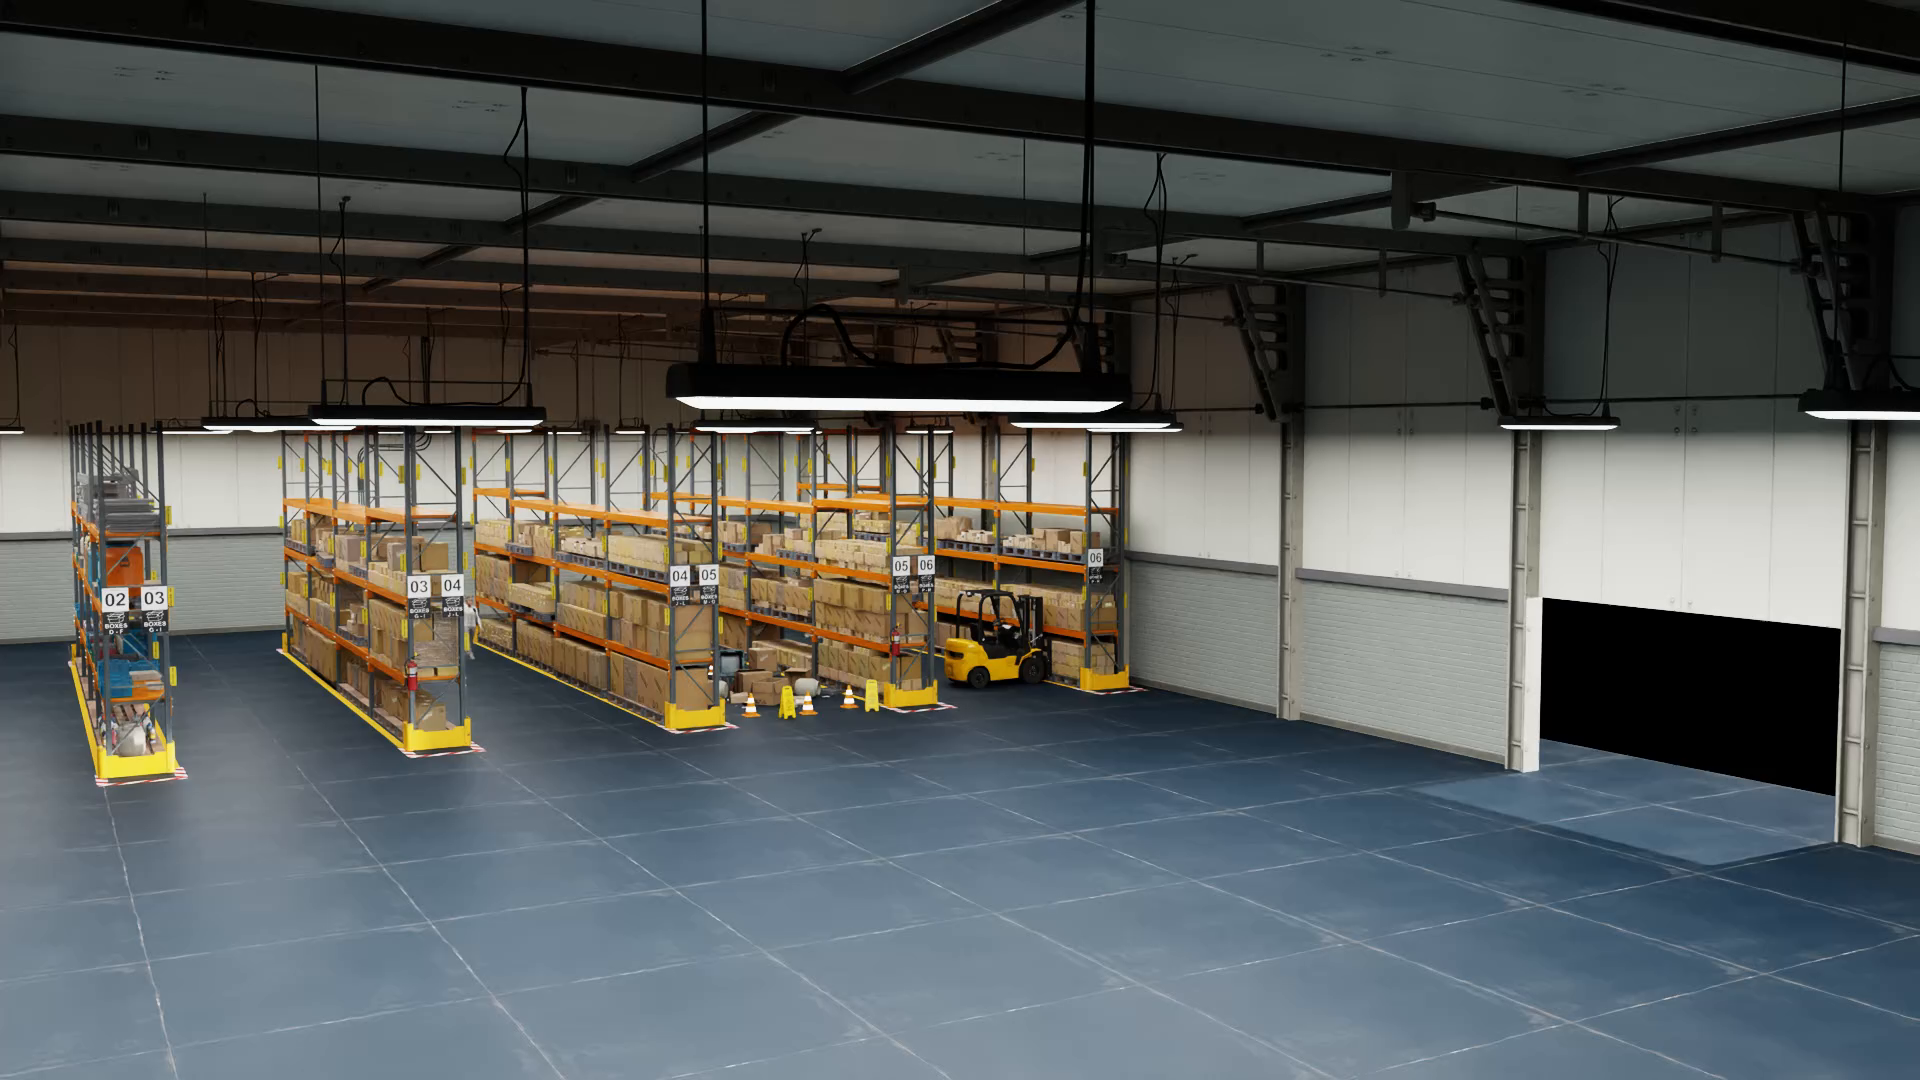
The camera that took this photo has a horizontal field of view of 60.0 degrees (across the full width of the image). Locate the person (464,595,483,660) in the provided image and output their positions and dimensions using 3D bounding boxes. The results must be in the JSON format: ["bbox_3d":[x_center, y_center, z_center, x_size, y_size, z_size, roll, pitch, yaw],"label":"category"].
[{"bbox_3d":[-12.648,2.234,42.954,0.549,1.621,1.009,-2,4,-32],"label":"person"}]
